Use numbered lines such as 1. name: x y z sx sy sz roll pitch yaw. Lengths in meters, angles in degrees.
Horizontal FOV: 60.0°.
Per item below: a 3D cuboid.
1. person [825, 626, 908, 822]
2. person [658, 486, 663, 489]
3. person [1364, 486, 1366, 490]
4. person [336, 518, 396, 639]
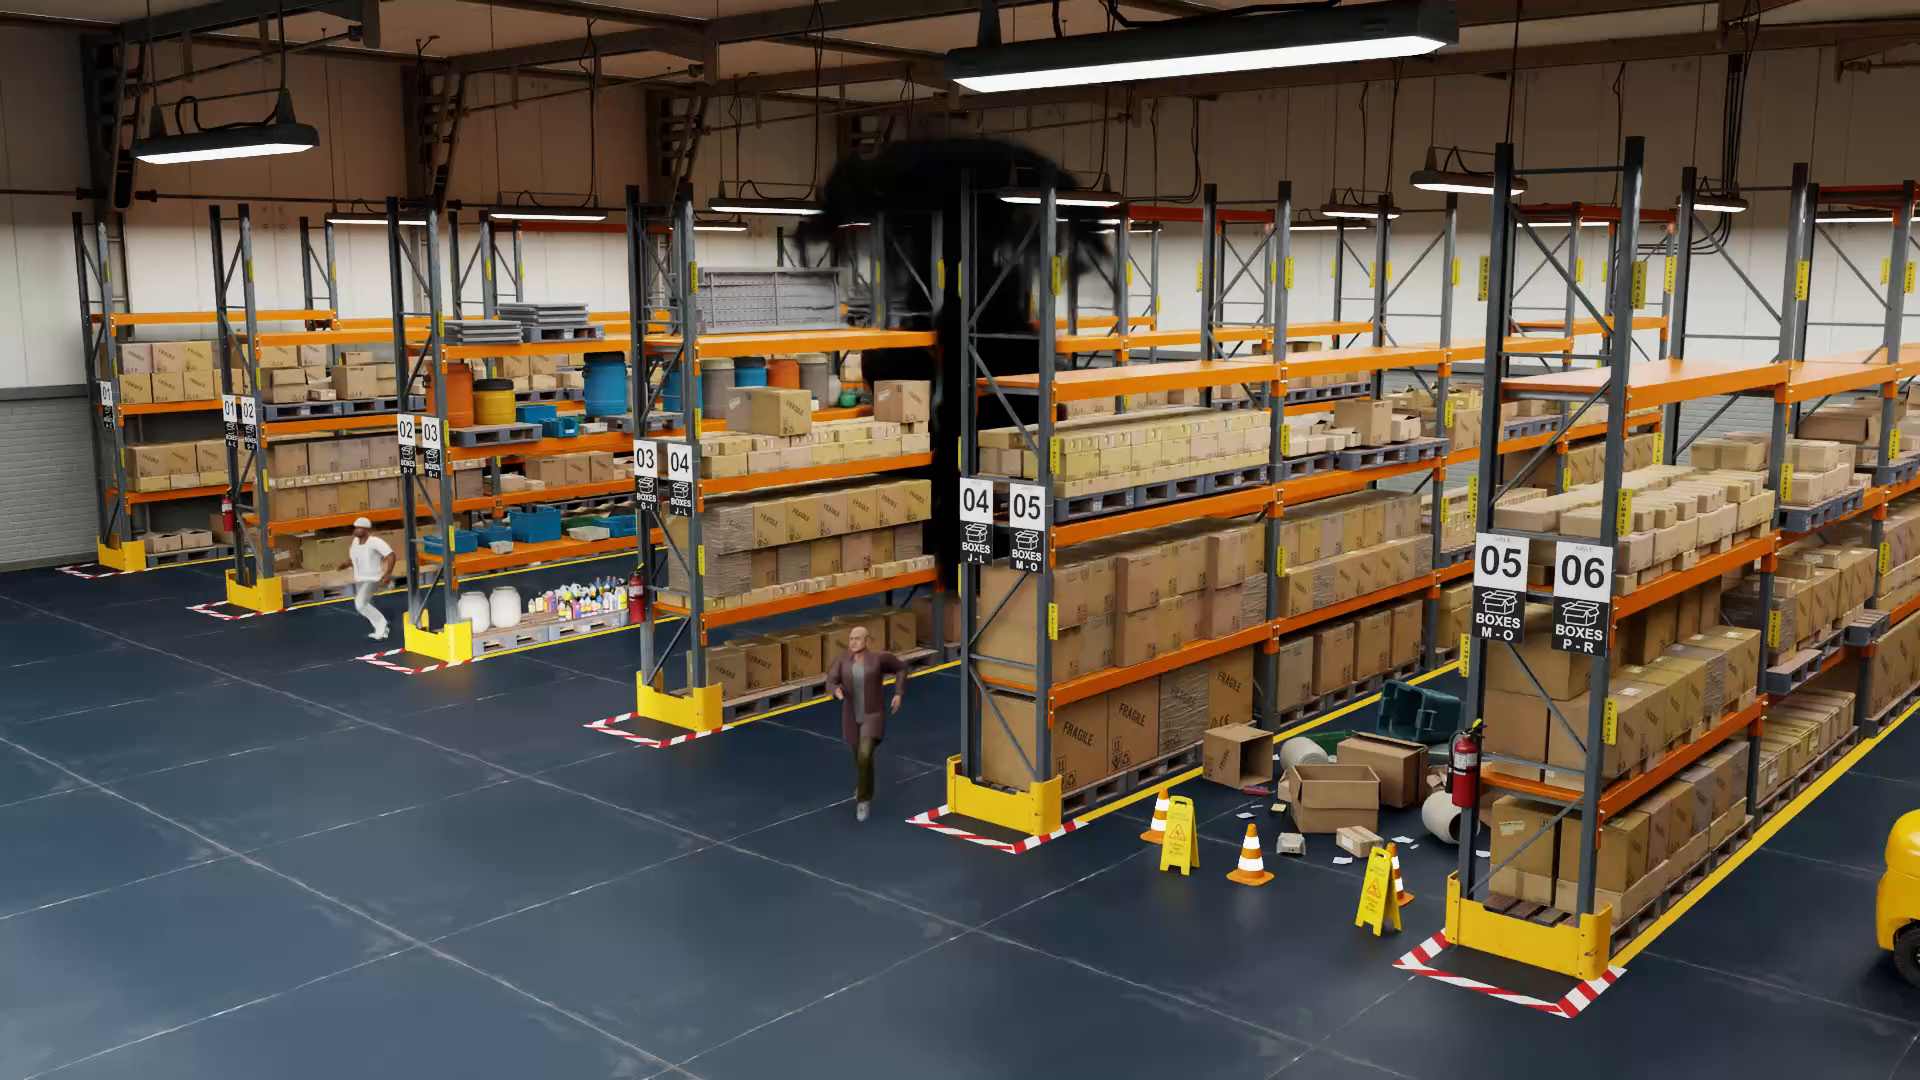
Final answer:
1. person: -0.885 1.702 15.744 0.730 1.829 0.975 3 10 18
2. person: -6.262 -1.356 34.367 0.578 1.676 0.939 7 12 35
3. person: 6.448 -0.041 26.275 0.679 1.732 0.589 6 11 32
4. person: -8.145 0.546 22.782 0.731 1.721 0.645 6 11 34
